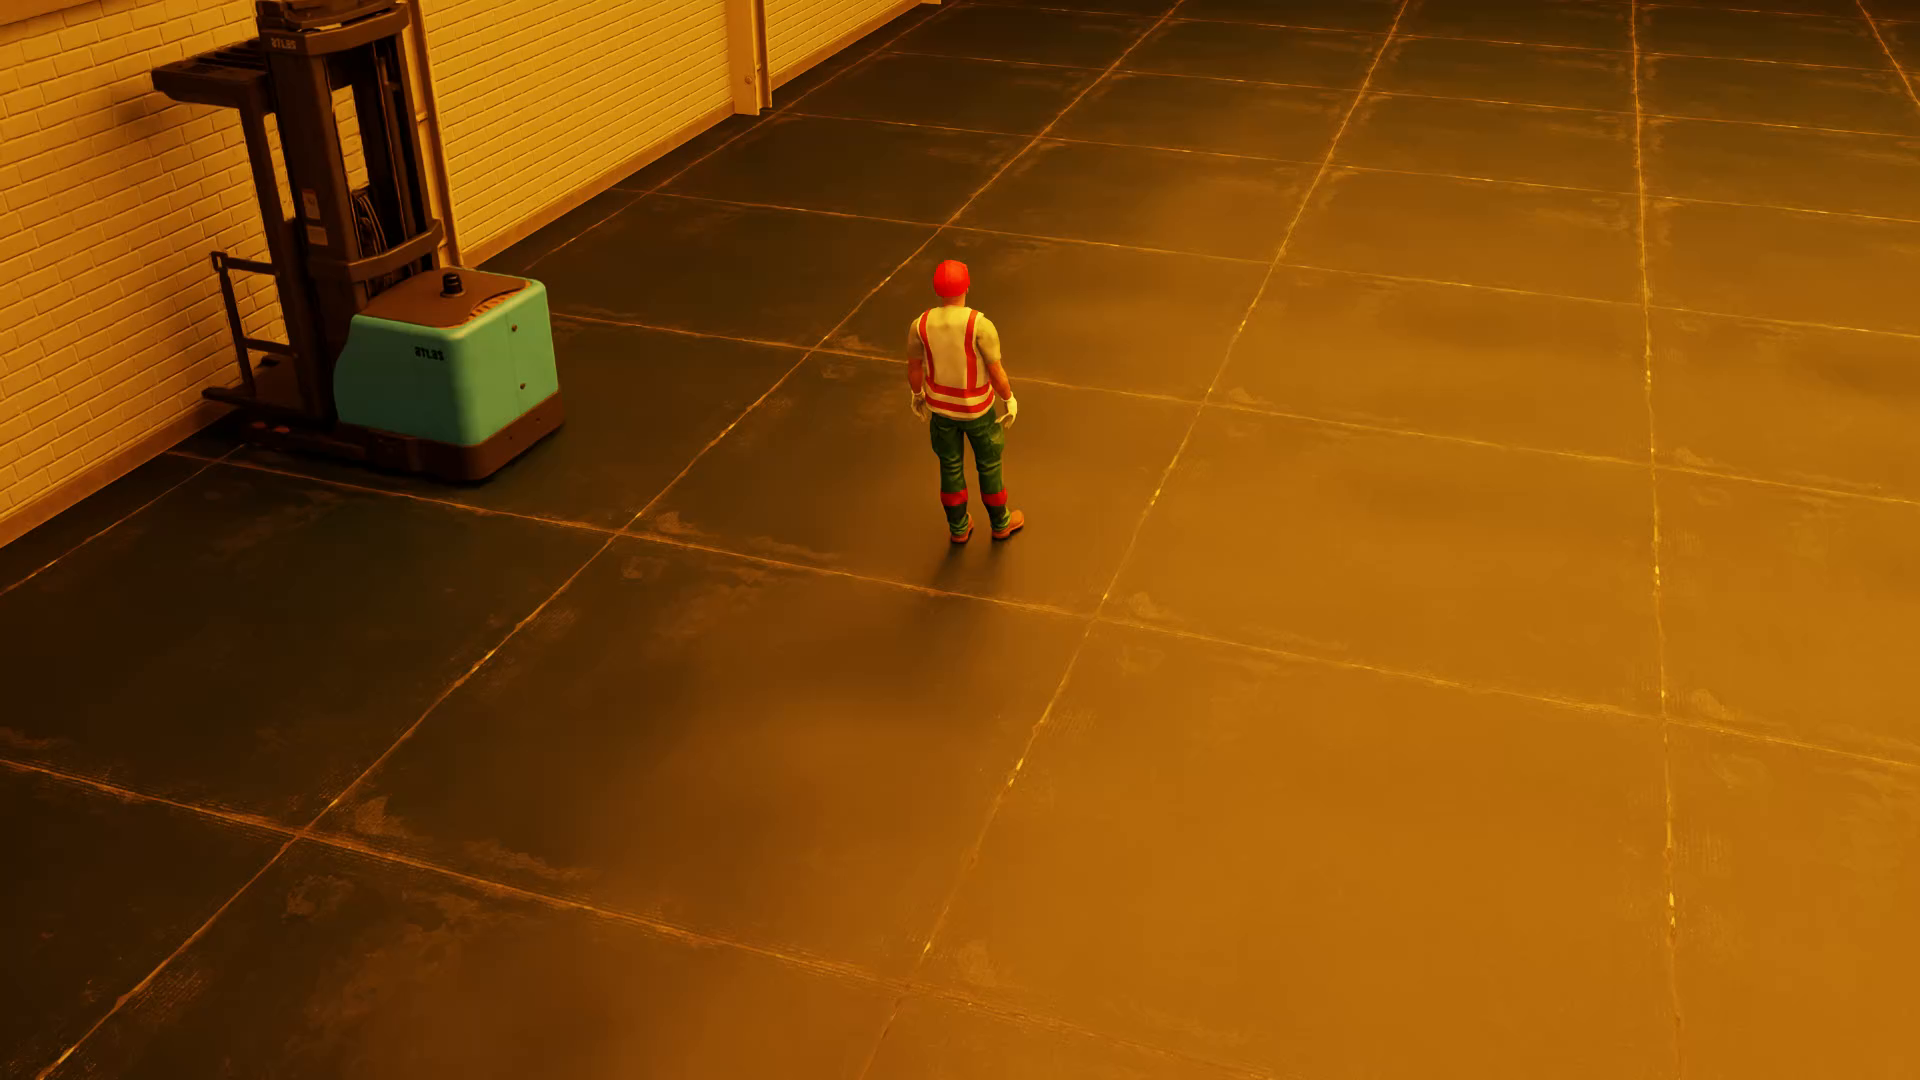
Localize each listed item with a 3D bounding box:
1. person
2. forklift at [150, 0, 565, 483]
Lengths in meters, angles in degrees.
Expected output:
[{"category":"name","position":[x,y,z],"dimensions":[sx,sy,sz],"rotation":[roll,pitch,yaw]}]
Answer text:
[{"category":"person","position":[0.038,-0.820,9.712],"dimensions":[0.637,1.790,0.562],"rotation":[10,31,16]},{"category":"forklift","position":[-4.274,-2.096,10.813],"dimensions":[3.031,2.935,1.130],"rotation":[11,32,19]}]
